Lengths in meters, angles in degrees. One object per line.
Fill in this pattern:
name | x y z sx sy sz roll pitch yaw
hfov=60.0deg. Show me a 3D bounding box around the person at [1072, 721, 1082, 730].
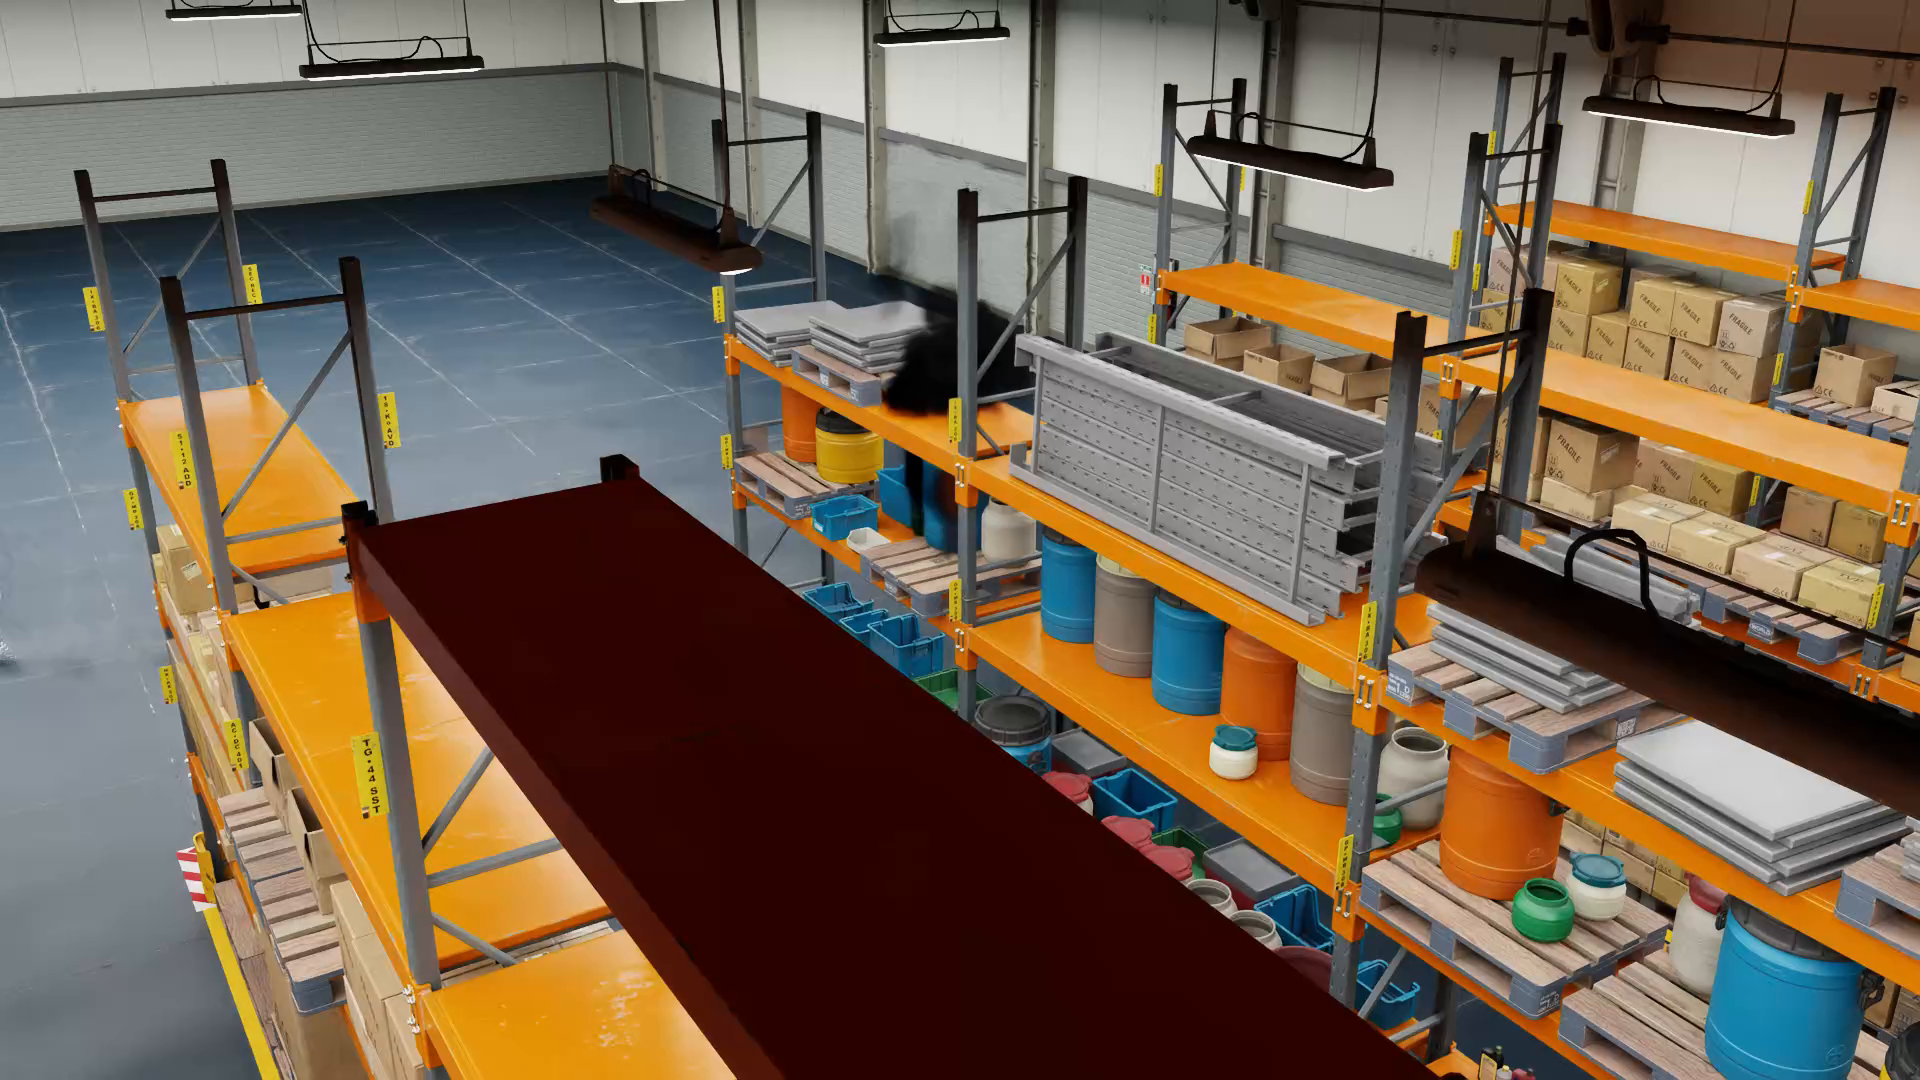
person | 1.139 1.339 14.926 0.716 1.823 0.869 -12 25 -27
